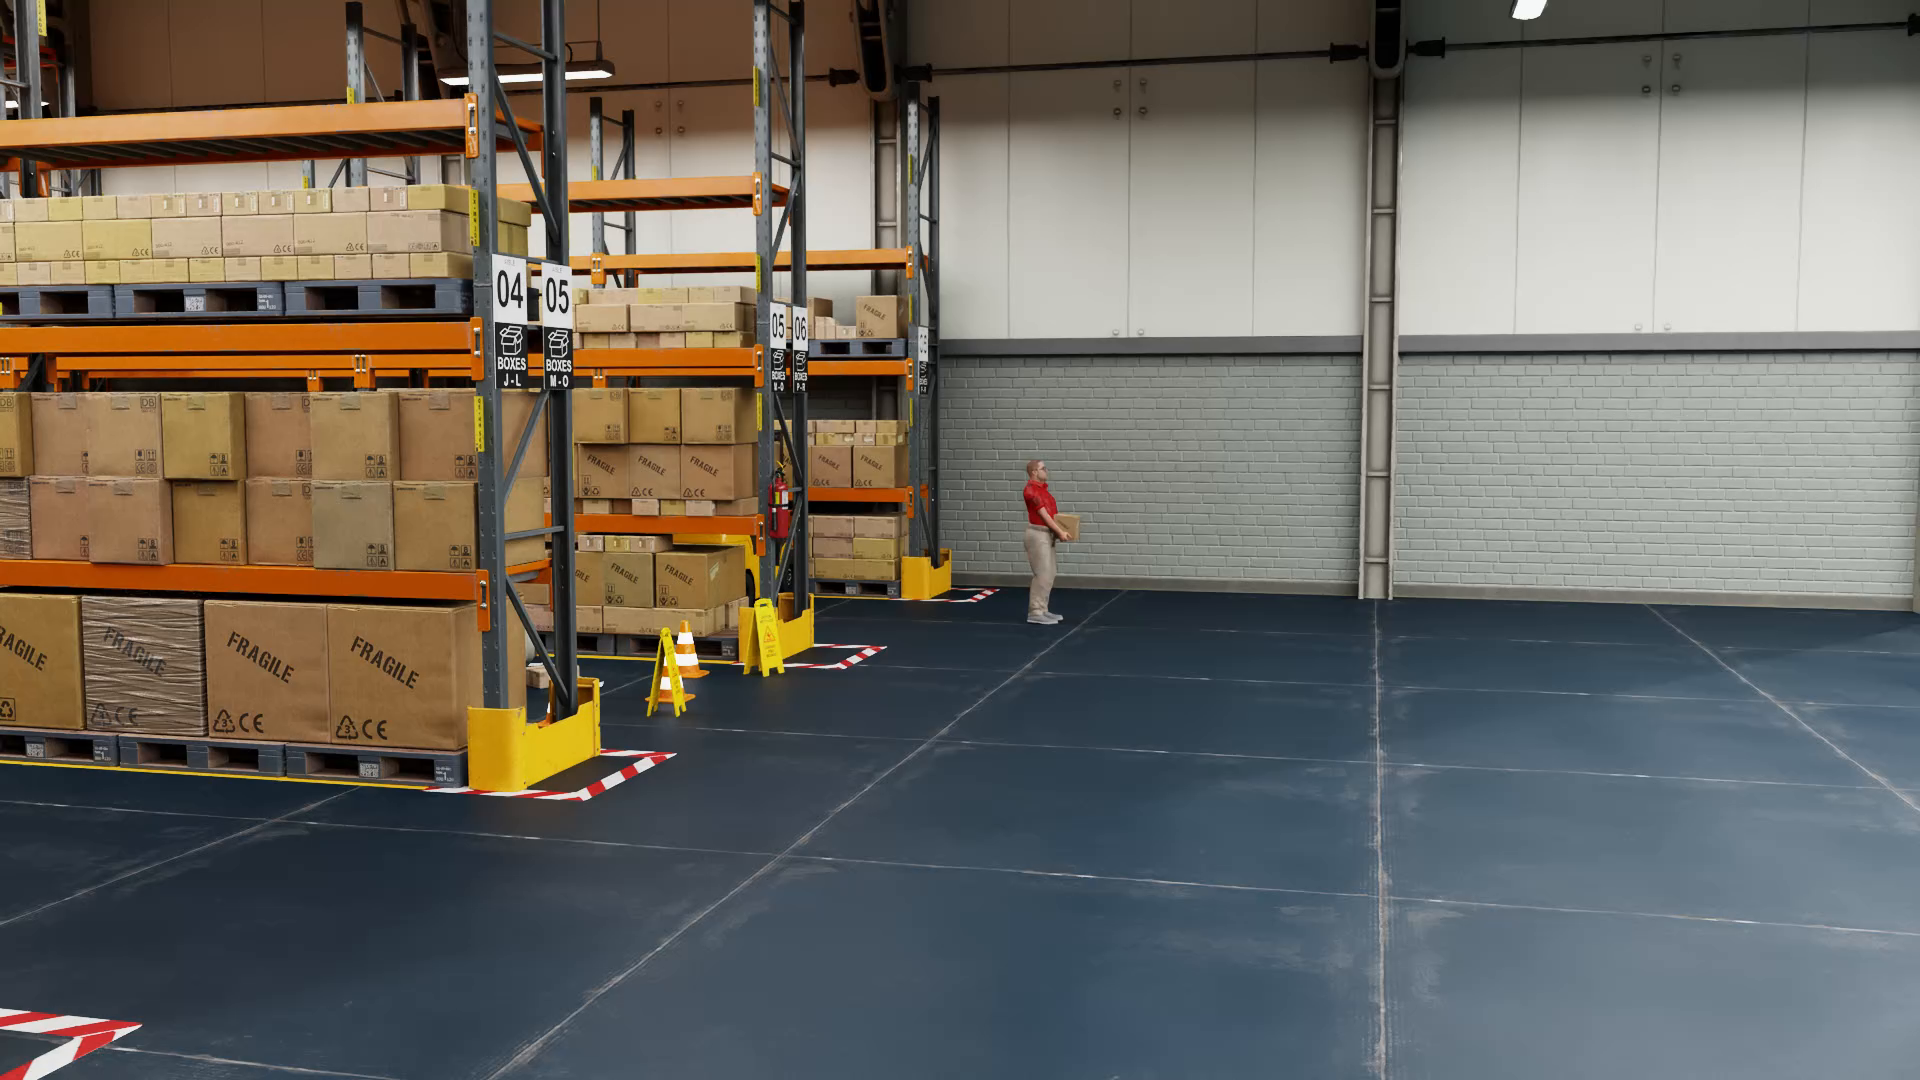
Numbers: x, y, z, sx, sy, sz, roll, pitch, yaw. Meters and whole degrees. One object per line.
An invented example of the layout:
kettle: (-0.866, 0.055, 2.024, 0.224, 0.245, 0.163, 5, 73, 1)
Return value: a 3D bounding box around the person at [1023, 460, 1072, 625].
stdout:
person: (0.947, 0.015, 17.513, 0.531, 1.712, 0.493, 1, 5, 14)
